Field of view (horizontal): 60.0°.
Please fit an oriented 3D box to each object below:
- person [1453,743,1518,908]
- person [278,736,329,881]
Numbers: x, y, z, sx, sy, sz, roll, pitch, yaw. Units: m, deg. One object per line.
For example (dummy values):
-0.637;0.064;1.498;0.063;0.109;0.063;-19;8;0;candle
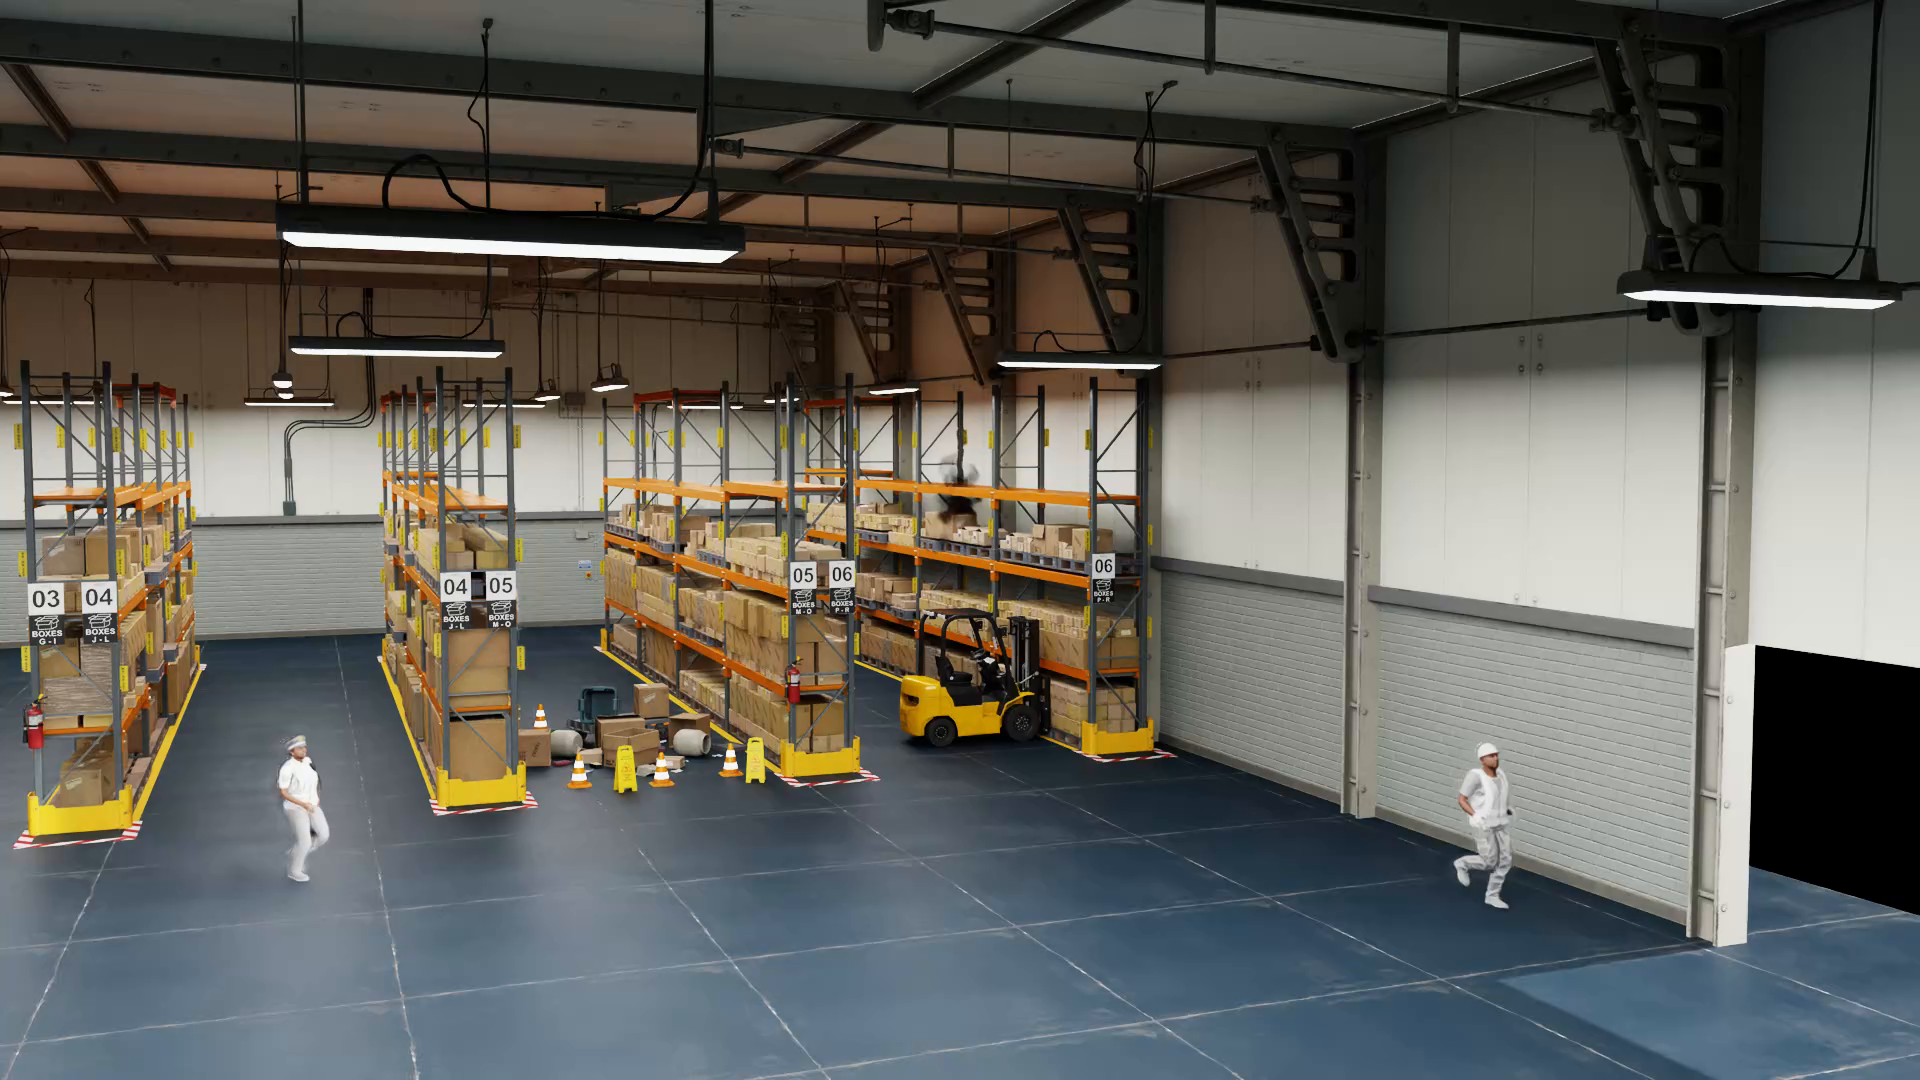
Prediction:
5.681;3.056;17.951;0.683;1.743;0.689;-2;4;-27;person
-7.458;3.040;18.910;0.495;1.664;0.586;1;4;19;person
